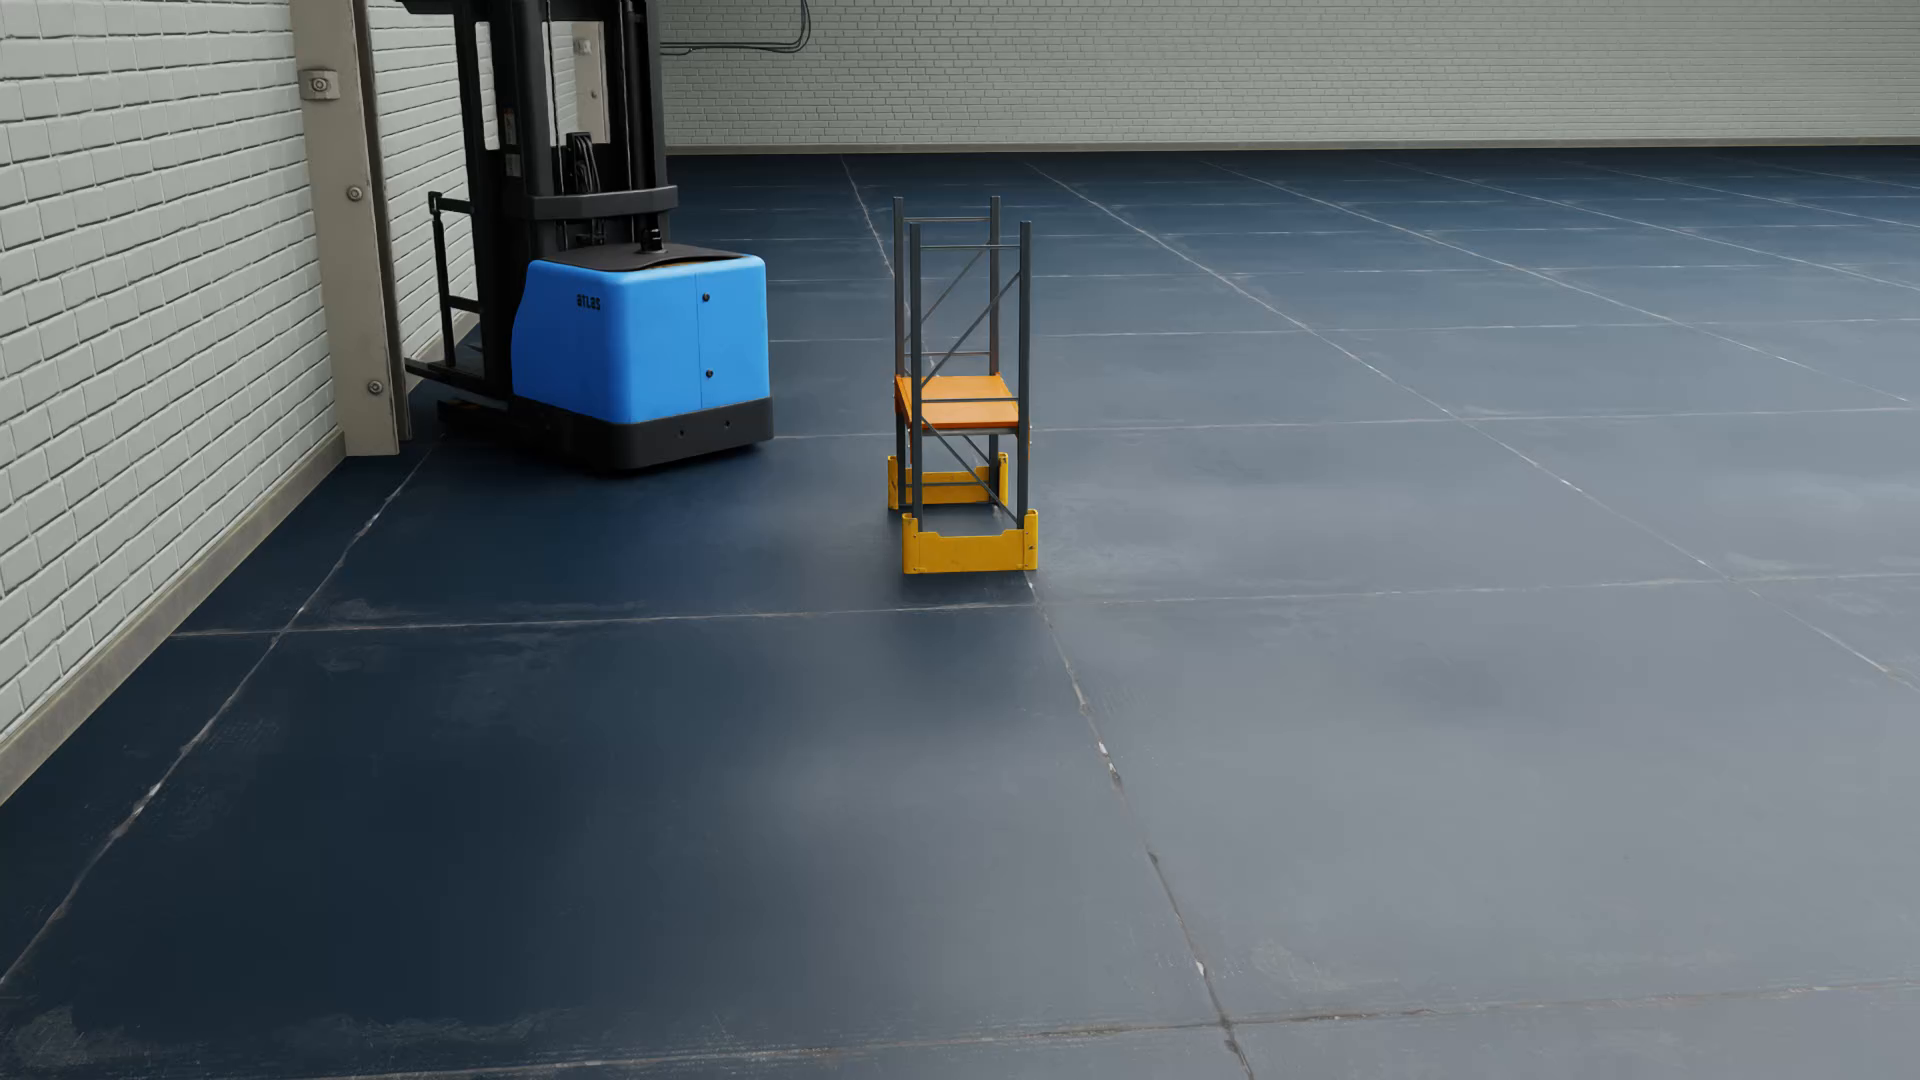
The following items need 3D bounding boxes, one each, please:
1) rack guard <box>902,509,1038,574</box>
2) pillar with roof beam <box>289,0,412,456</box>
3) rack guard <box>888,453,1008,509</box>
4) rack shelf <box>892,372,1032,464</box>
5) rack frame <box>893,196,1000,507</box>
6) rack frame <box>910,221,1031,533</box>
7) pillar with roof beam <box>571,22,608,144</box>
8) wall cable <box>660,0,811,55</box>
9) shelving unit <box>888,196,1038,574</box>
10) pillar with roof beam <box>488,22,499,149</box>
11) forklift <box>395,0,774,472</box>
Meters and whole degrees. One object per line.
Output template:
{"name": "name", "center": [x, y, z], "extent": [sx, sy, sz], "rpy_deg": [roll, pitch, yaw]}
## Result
{"name": "rack guard", "center": [0.043, 0.006, 7.239], "extent": [0.587, 0.250, 0.087], "rpy_deg": [-2, 18, -6]}
{"name": "pillar with roof beam", "center": [1.003, -4.951, 8.425], "extent": [9.100, 9.000, 0.400], "rpy_deg": [-2, 18, -6]}
{"name": "rack guard", "center": [-0.059, -0.290, 8.185], "extent": [0.587, 0.250, 0.087], "rpy_deg": [-2, 18, -6]}
{"name": "rack shelf", "center": [-0.009, -0.569, 7.587], "extent": [0.538, 0.185, 1.000], "rpy_deg": [-2, 18, -6]}
{"name": "rack frame", "center": [-0.061, -0.892, 8.016], "extent": [0.500, 1.500, 0.032], "rpy_deg": [-2, 18, -6]}
{"name": "rack frame", "center": [0.044, -0.590, 7.051], "extent": [0.500, 1.500, 0.032], "rpy_deg": [-2, 18, -6]}
{"name": "pillar with roof beam", "center": [-0.235, -8.526, 19.813], "extent": [9.100, 9.000, 0.400], "rpy_deg": [-2, 18, -6]}
{"name": "wall cable", "center": [-4.124, -9.618, 28.474], "extent": [3.097, 2.526, 0.112], "rpy_deg": [-2, 18, -6]}
{"name": "shelving unit", "center": [-0.008, -0.738, 7.525], "extent": [0.587, 1.500, 1.083], "rpy_deg": [-2, 18, -6]}
{"name": "pillar with roof beam", "center": [0.384, -6.739, 14.119], "extent": [9.100, 9.000, 0.400], "rpy_deg": [-2, 18, -6]}
{"name": "forklift", "center": [-2.429, -2.113, 9.515], "extent": [1.130, 2.935, 3.031], "rpy_deg": [-17, 24, -42]}
